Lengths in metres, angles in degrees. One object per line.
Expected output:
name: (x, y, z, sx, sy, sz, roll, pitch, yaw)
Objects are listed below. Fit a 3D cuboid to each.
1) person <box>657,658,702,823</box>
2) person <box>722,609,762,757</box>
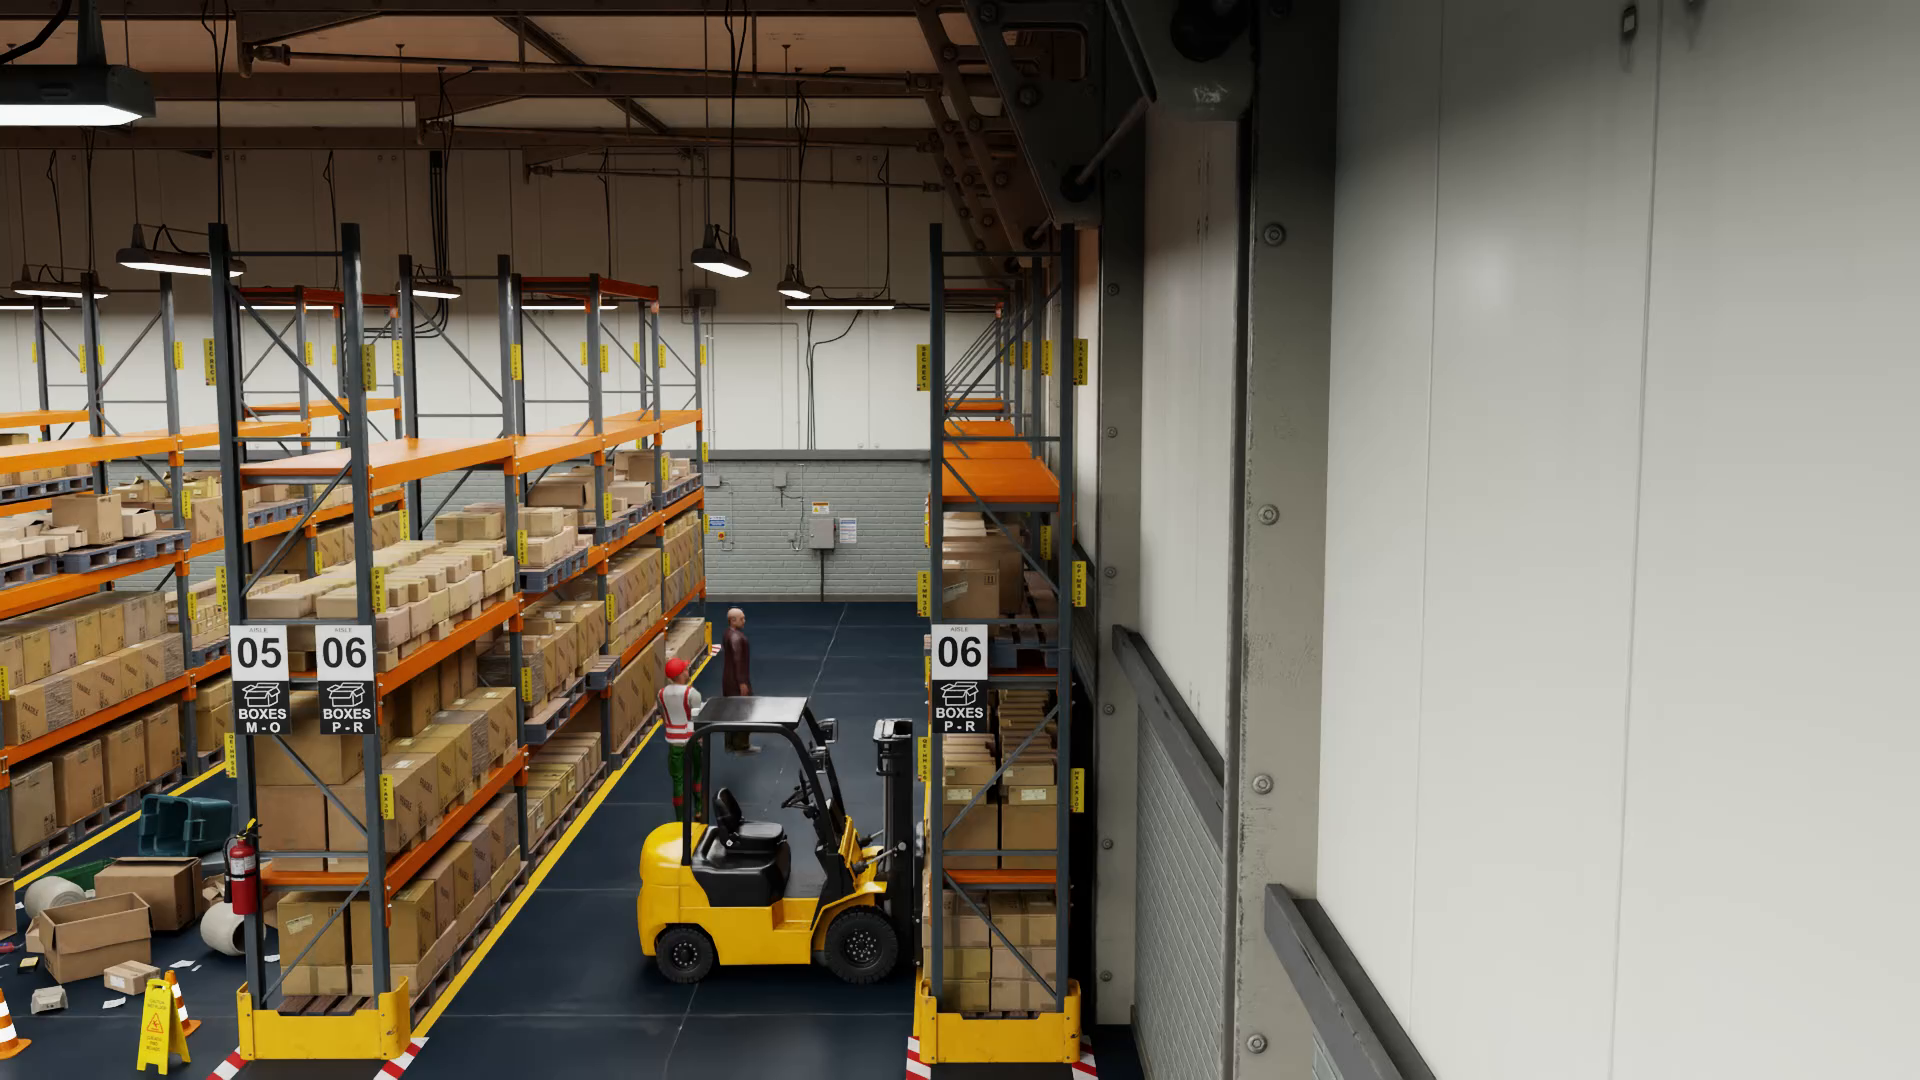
person: (-2.822, 2.082, 16.985, 0.519, 1.805, 0.622, -1, 7, -6)
person: (-2.643, 1.709, 20.093, 0.437, 1.782, 0.653, -3, 7, -23)
